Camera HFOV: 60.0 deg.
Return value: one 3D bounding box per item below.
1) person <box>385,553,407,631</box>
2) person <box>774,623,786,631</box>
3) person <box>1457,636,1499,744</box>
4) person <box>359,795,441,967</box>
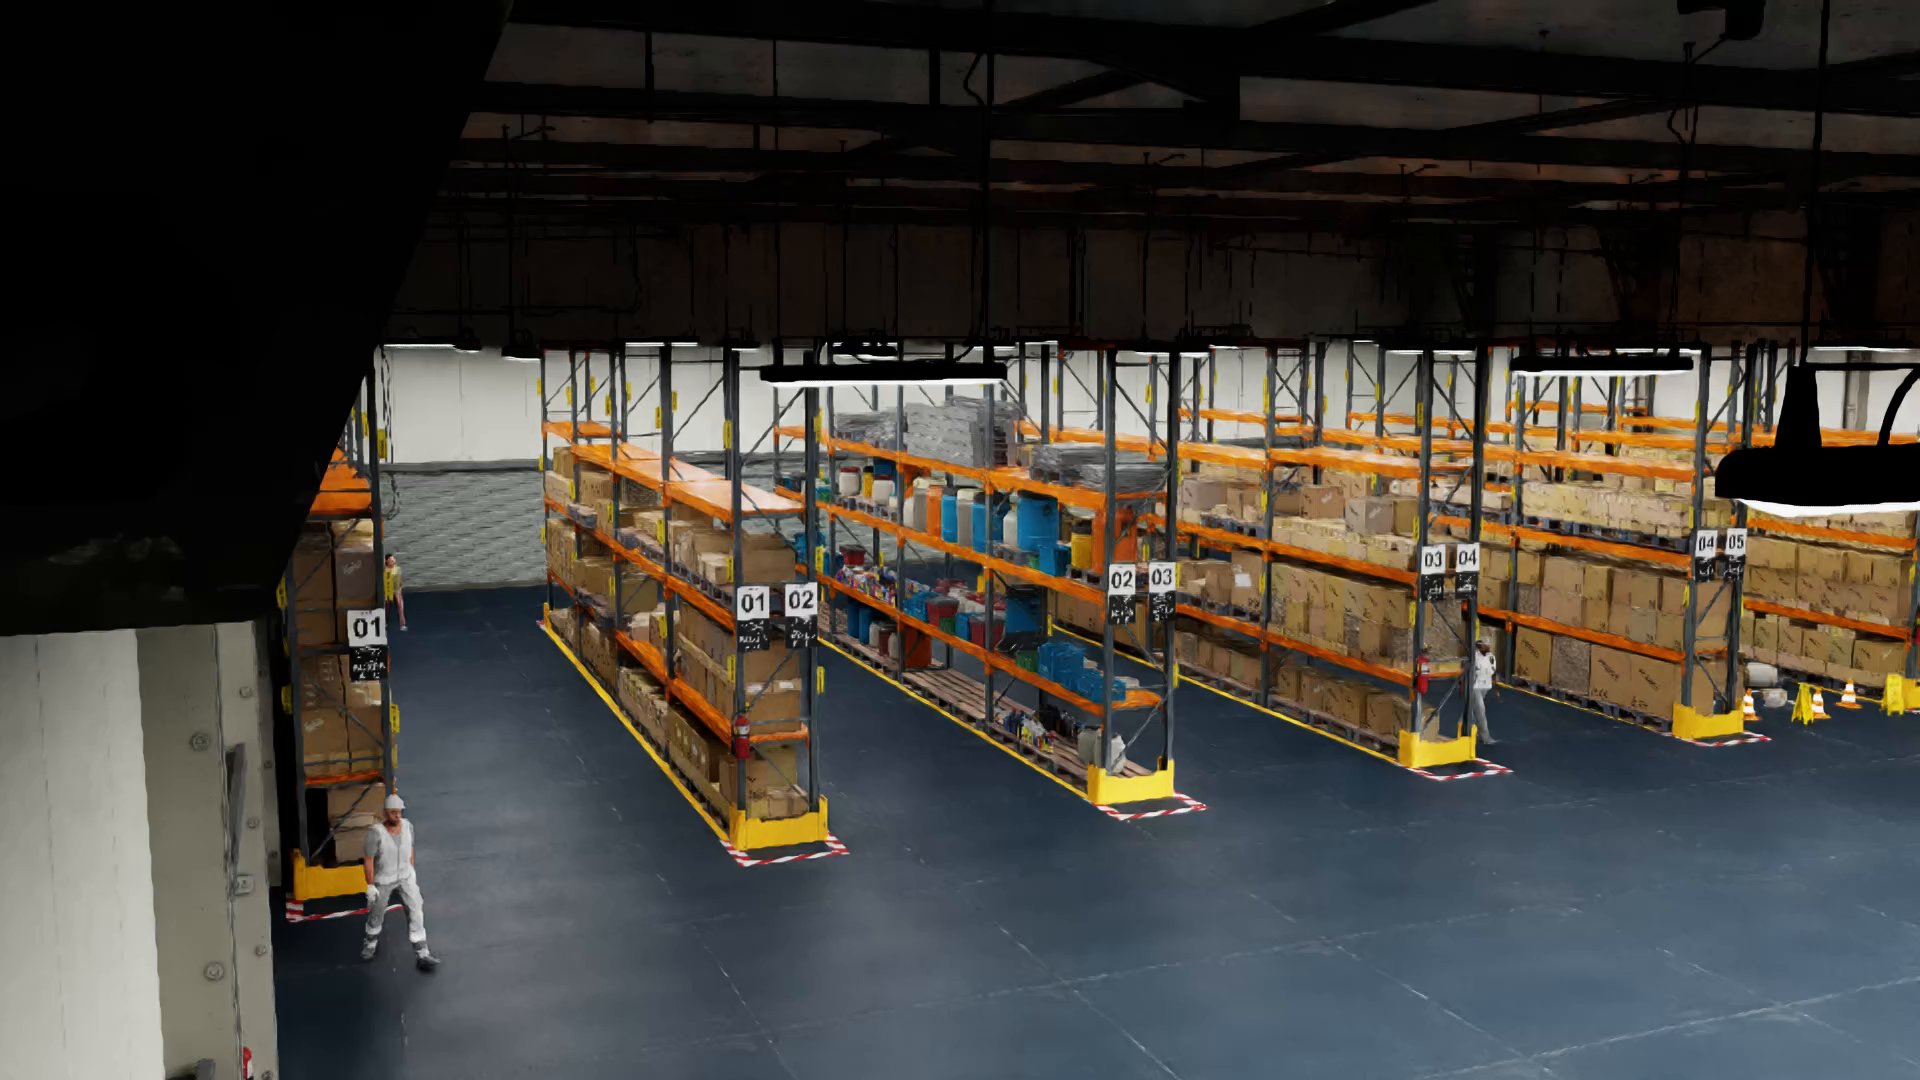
[{"bbox_3d":[-11.737,1.062,34.329,0.446,1.604,1.016,-4,9,-30],"label":"person"},{"bbox_3d":[-3.255,1.450,31.113,0.719,1.714,0.578,-3,8,-23],"label":"person"},{"bbox_3d":[7.930,2.234,25.310,0.461,1.626,0.989,-3,8,-23],"label":"person"},{"bbox_3d":[-5.588,3.351,16.417,0.590,1.746,0.970,-7,10,-44],"label":"person"}]
